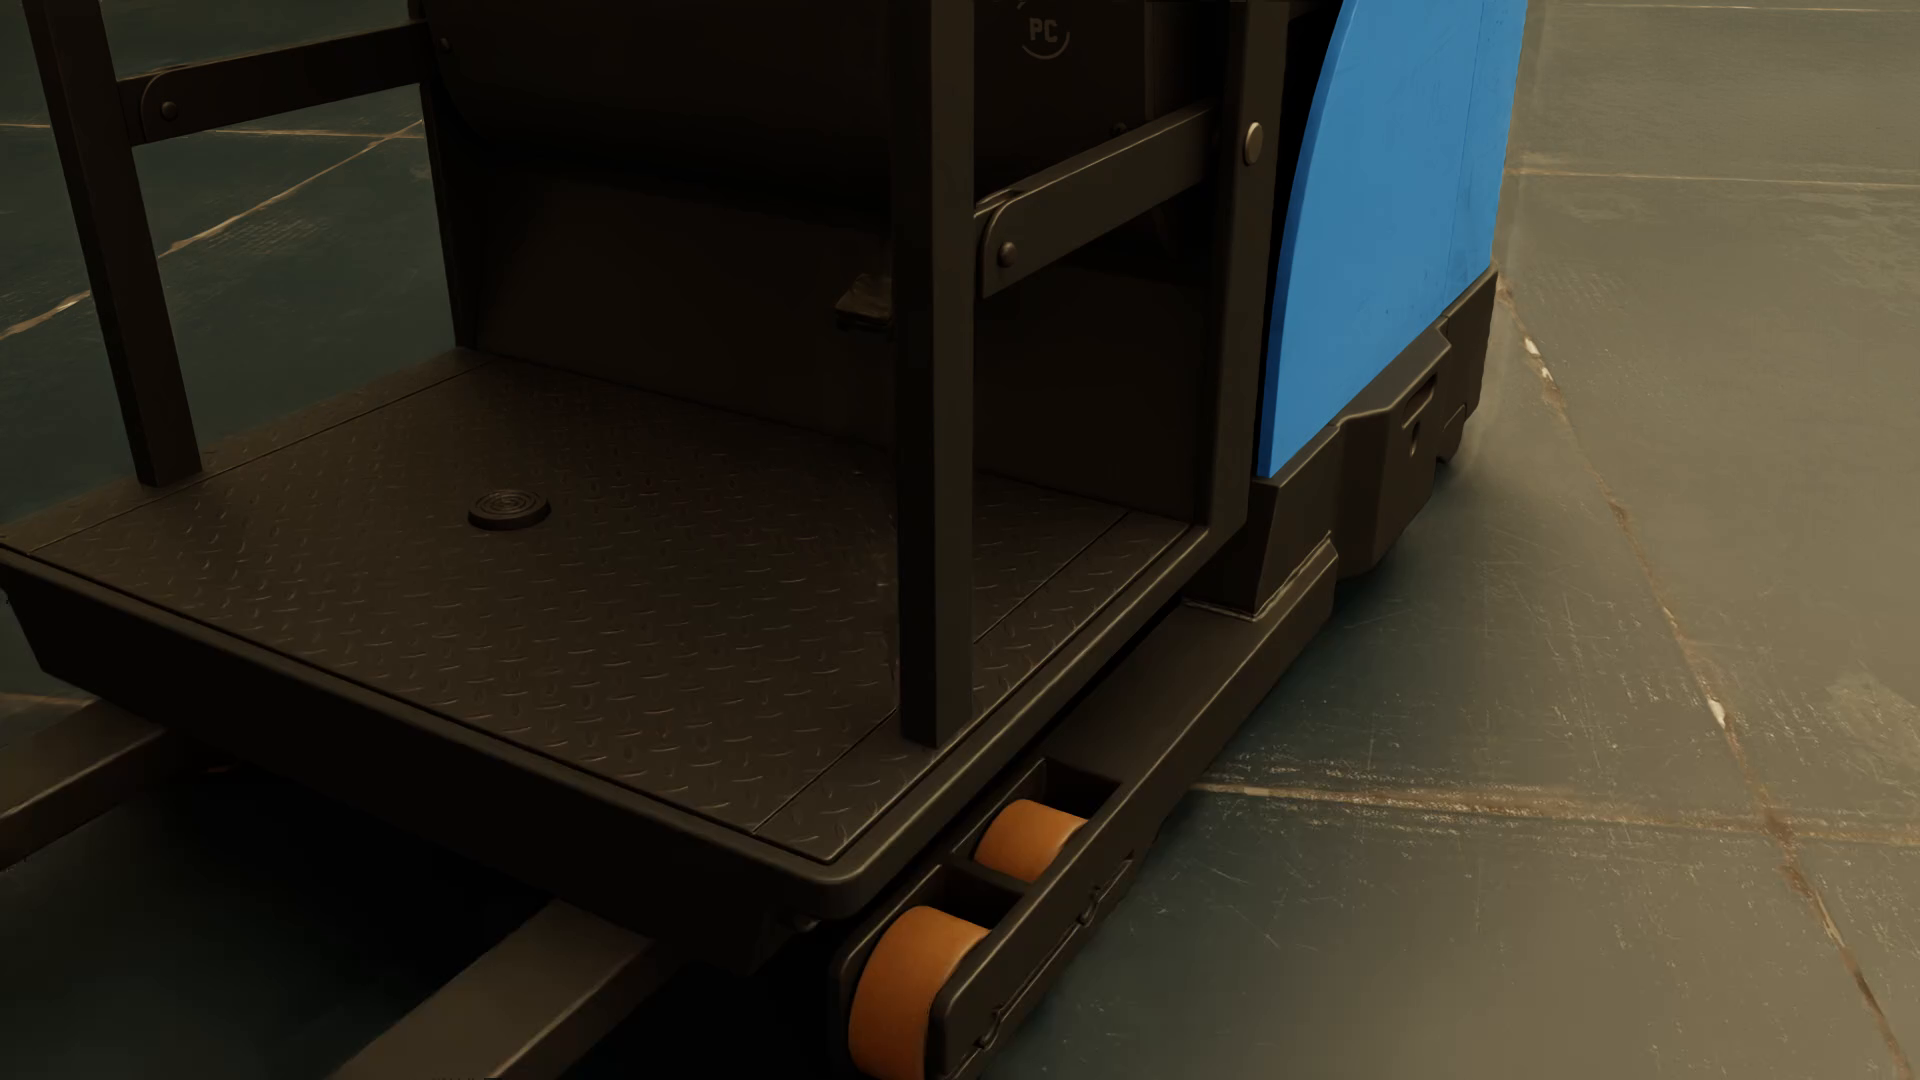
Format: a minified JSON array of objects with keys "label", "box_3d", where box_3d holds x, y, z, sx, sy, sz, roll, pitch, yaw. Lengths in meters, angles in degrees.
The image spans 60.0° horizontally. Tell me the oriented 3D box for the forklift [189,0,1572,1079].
[{"label":"forklift","box_3d":[-0.050,-1.009,1.238,1.130,2.935,3.031,3,27,5]}]
